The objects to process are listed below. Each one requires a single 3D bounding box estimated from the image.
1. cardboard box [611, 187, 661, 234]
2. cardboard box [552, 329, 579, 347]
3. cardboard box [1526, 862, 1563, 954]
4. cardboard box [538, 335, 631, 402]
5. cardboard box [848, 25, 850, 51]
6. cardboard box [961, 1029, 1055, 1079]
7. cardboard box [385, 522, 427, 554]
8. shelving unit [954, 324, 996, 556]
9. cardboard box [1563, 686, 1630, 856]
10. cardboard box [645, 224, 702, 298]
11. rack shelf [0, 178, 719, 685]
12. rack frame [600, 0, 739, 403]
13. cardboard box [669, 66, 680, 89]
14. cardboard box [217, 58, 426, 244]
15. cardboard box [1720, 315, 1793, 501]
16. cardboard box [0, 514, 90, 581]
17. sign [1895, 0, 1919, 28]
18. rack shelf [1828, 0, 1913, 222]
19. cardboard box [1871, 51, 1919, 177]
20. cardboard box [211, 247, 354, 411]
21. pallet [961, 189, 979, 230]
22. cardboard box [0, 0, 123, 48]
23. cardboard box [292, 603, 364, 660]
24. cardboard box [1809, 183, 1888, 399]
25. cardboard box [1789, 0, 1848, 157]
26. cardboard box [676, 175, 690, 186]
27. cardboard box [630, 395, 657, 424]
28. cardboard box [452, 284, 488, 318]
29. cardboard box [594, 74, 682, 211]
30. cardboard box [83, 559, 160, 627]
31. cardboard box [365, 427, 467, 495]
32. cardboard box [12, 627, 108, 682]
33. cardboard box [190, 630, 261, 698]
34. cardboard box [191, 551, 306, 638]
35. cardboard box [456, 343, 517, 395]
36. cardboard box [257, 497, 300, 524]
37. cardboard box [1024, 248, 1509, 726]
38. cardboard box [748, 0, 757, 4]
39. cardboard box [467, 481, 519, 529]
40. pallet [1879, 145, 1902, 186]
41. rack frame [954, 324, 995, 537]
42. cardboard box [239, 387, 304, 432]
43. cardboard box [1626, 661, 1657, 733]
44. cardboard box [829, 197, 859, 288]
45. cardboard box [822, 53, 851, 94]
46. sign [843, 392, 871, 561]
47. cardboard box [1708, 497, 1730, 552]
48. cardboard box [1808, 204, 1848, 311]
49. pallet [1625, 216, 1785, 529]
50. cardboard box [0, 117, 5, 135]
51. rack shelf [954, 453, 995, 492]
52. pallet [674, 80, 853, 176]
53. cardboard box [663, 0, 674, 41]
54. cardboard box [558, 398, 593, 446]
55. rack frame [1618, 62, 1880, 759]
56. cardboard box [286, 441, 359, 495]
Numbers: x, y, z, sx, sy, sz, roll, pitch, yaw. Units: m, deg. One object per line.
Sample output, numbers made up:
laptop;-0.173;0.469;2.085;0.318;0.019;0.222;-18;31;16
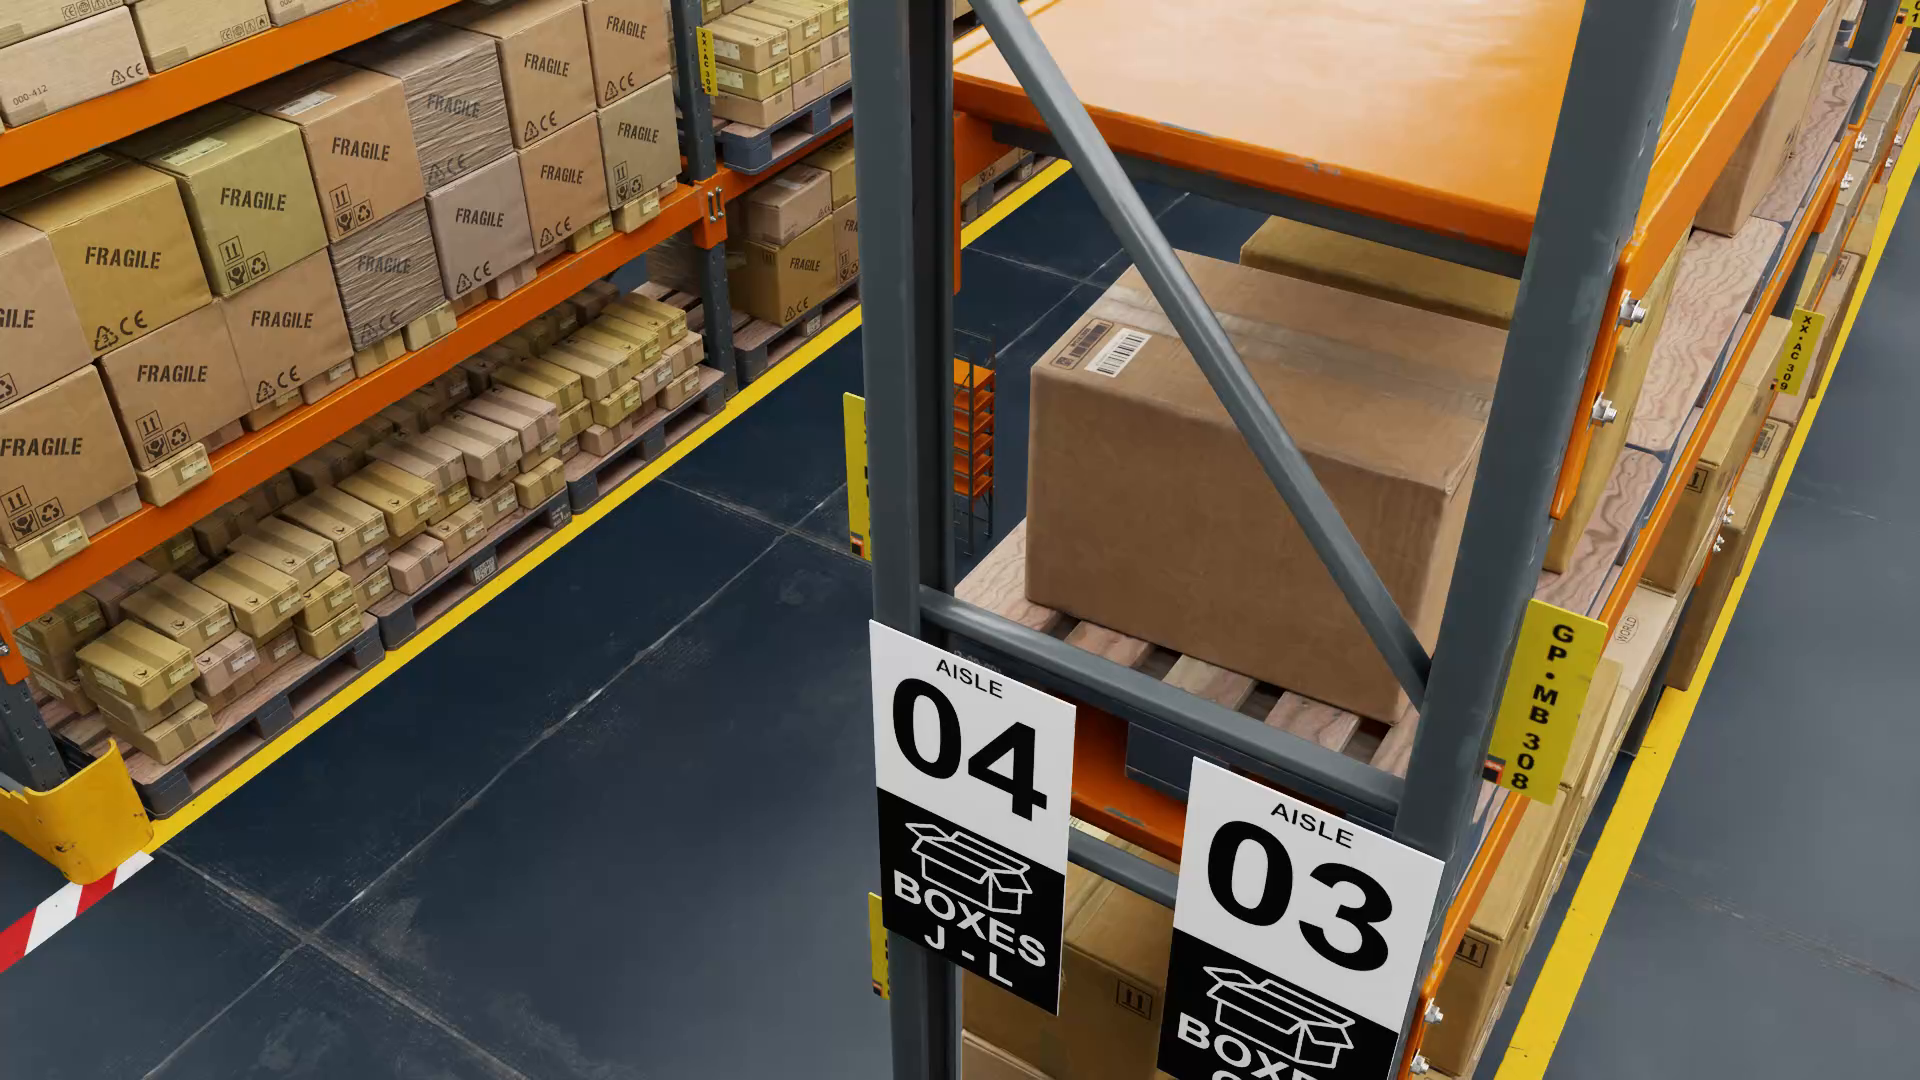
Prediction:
cardboard box;-1.685;-1.644;8.071;0.380;0.149;0.250;20;42;24
cardboard box;-2.208;-1.049;8.840;0.380;0.149;0.250;21;43;25
cardboard box;1.463;0.962;4.691;0.380;0.149;0.250;21;42;25
cardboard box;-1.885;-0.864;8.358;0.380;0.149;0.250;21;42;25
cardboard box;-0.670;-2.774;8.950;0.380;0.149;0.250;19;42;23
cardboard box;0.343;1.206;4.047;0.500;0.250;0.500;20;42;24
cardboard box;-2.677;-0.110;7.623;0.380;0.149;0.250;23;43;27
shelving unit;0.008;-0.483;7.833;0.258;1.200;0.189;21;42;25
cardboard box;1.613;0.585;4.853;0.500;0.250;0.500;20;42;24
cardboard box;-1.500;-1.776;9.740;0.500;0.500;0.500;20;42;24
rack shelf;-2.755;-0.820;7.385;1.077;0.370;4.000;21;42;25
rack frame;-1.683;-2.136;8.503;1.000;3.000;0.127;21;42;25
cardboard box;-1.638;-2.472;8.801;0.380;0.149;0.250;20;42;24
cardboard box;-2.529;-1.558;6.610;0.500;0.500;0.500;20;42;24
cardboard box;2.430;-0.492;5.636;0.500;0.500;0.500;22;43;26
cardboard box;-3.376;-0.034;5.982;0.380;0.149;0.250;21;42;25
sign;2.920;-1.704;4.998;0.100;0.325;0.005;21;42;25
rack shelf;3.522;-2.395;6.972;1.077;0.370;4.000;21;42;25
cardboard box;4.538;-2.227;8.540;0.500;0.500;0.500;23;43;26
cardboard box;-2.814;-0.905;6.580;0.500;0.500;0.500;22;43;26
pallet;-0.615;-2.064;10.695;1.003;0.211;1.213;21;42;25
cardboard box;-3.093;-1.811;5.338;0.500;0.250;0.500;21;42;25
cardboard box;-2.848;0.336;7.288;0.380;0.149;0.250;22;43;26
cardboard box;4.206;-1.499;9.073;1.225;0.875;0.875;19;42;23
cardboard box;2.082;-1.471;4.677;0.700;0.500;0.500;19;41;23
cardboard box;-1.498;-2.076;9.514;0.500;0.250;0.500;20;42;24
cardboard box;-1.816;-0.753;8.700;0.380;0.149;0.250;22;43;26
cardboard box;-2.339;-1.137;7.413;0.380;0.149;0.250;21;42;24
cardboard box;-1.704;-1.951;7.938;0.500;0.500;0.500;21;42;25
cardboard box;-3.574;0.187;6.994;0.380;0.149;0.250;22;43;26
cardboard box;-2.517;-0.351;7.692;0.380;0.149;0.250;21;42;25
cardboard box;-3.785;0.406;6.953;0.380;0.149;0.250;20;42;24
cardboard box;-3.135;0.463;6.880;0.380;0.149;0.250;21;42;25
cardboard box;-2.970;0.225;6.944;0.380;0.149;0.250;21;42;25
cardboard box;-2.455;-0.888;8.388;0.380;0.149;0.250;20;42;24
cardboard box;-3.241;-0.134;7.653;0.380;0.149;0.250;22;43;26
cardboard box;0.541;-0.118;2.921;0.700;0.500;0.500;19;41;23
cardboard box;-1.219;-2.995;9.236;0.380;0.149;0.250;20;42;24
cardboard box;-2.357;-0.213;8.000;0.380;0.149;0.250;22;43;26
pallet;5.668;-2.448;11.191;1.003;0.211;1.213;21;42;25
rack frame;0.057;-0.530;7.894;0.240;1.200;0.006;21;42;25
cardboard box;-2.896;-0.610;6.730;0.380;0.149;0.250;21;42;25
cardboard box;2.013;0.434;5.376;0.380;0.149;0.250;22;43;26
cardboard box;-0.782;-1.879;9.874;0.500;0.500;0.500;23;43;27
cardboard box;-0.803;-2.527;8.873;0.380;0.149;0.250;21;43;25
sign;-0.143;-0.091;2.733;0.100;0.325;0.005;21;42;25
cardboard box;2.564;-0.097;6.064;0.380;0.149;0.250;21;43;25
cardboard box;3.445;-1.173;7.173;0.500;0.500;0.500;20;42;24
pallet;1.349;-0.569;4.087;1.003;0.211;1.213;21;42;25
cardboard box;-3.370;-1.350;5.150;0.500;0.250;0.500;23;43;27
rack shelf;0.008;-0.352;7.933;0.258;0.103;0.180;21;42;25
pallet;-1.151;-2.406;9.011;1.003;0.211;1.213;21;42;25
cardboard box;-1.633;-2.709;8.621;0.380;0.149;0.250;23;43;27
cardboard box;-2.064;-0.640;8.310;0.380;0.149;0.250;22;43;26
rack frame;2.450;-0.461;6.331;1.000;3.000;0.127;21;42;25
cardboard box;-3.018;-0.357;7.699;0.380;0.149;0.250;20;42;24
